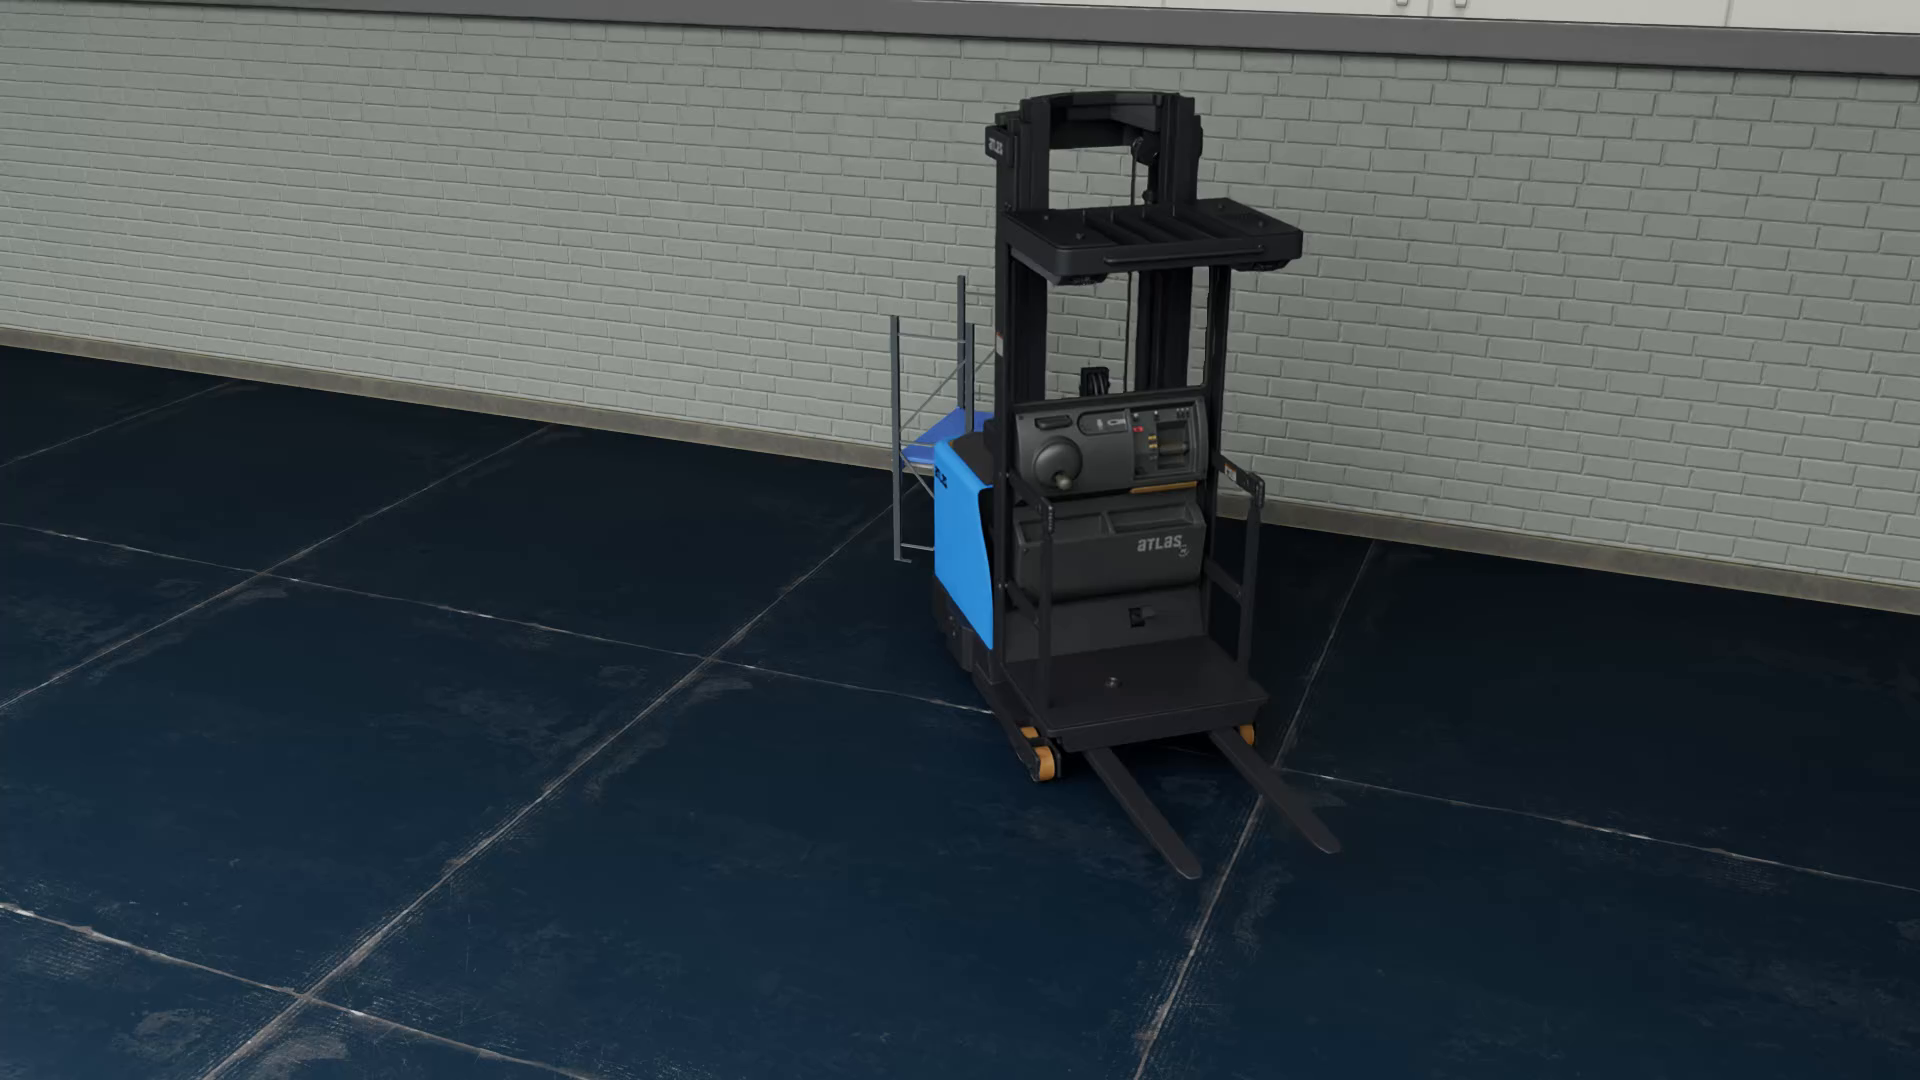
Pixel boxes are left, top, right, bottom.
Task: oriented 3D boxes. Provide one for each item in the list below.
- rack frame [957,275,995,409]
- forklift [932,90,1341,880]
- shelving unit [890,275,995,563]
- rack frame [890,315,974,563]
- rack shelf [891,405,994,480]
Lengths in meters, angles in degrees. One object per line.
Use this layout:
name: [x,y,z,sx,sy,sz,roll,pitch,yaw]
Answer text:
rack frame: [0.220,-0.904,10.470,0.500,1.500,0.032,9,24,20]
forklift: [0.768,-0.417,7.446,1.130,2.935,3.031,-7,24,-16]
shelving unit: [0.032,-0.723,10.034,0.538,1.500,1.048,9,24,20]
rack frame: [-0.157,-0.541,9.599,0.500,1.500,0.032,9,24,20]
rack shelf: [0.032,-0.557,10.103,0.538,0.185,1.000,9,24,20]
